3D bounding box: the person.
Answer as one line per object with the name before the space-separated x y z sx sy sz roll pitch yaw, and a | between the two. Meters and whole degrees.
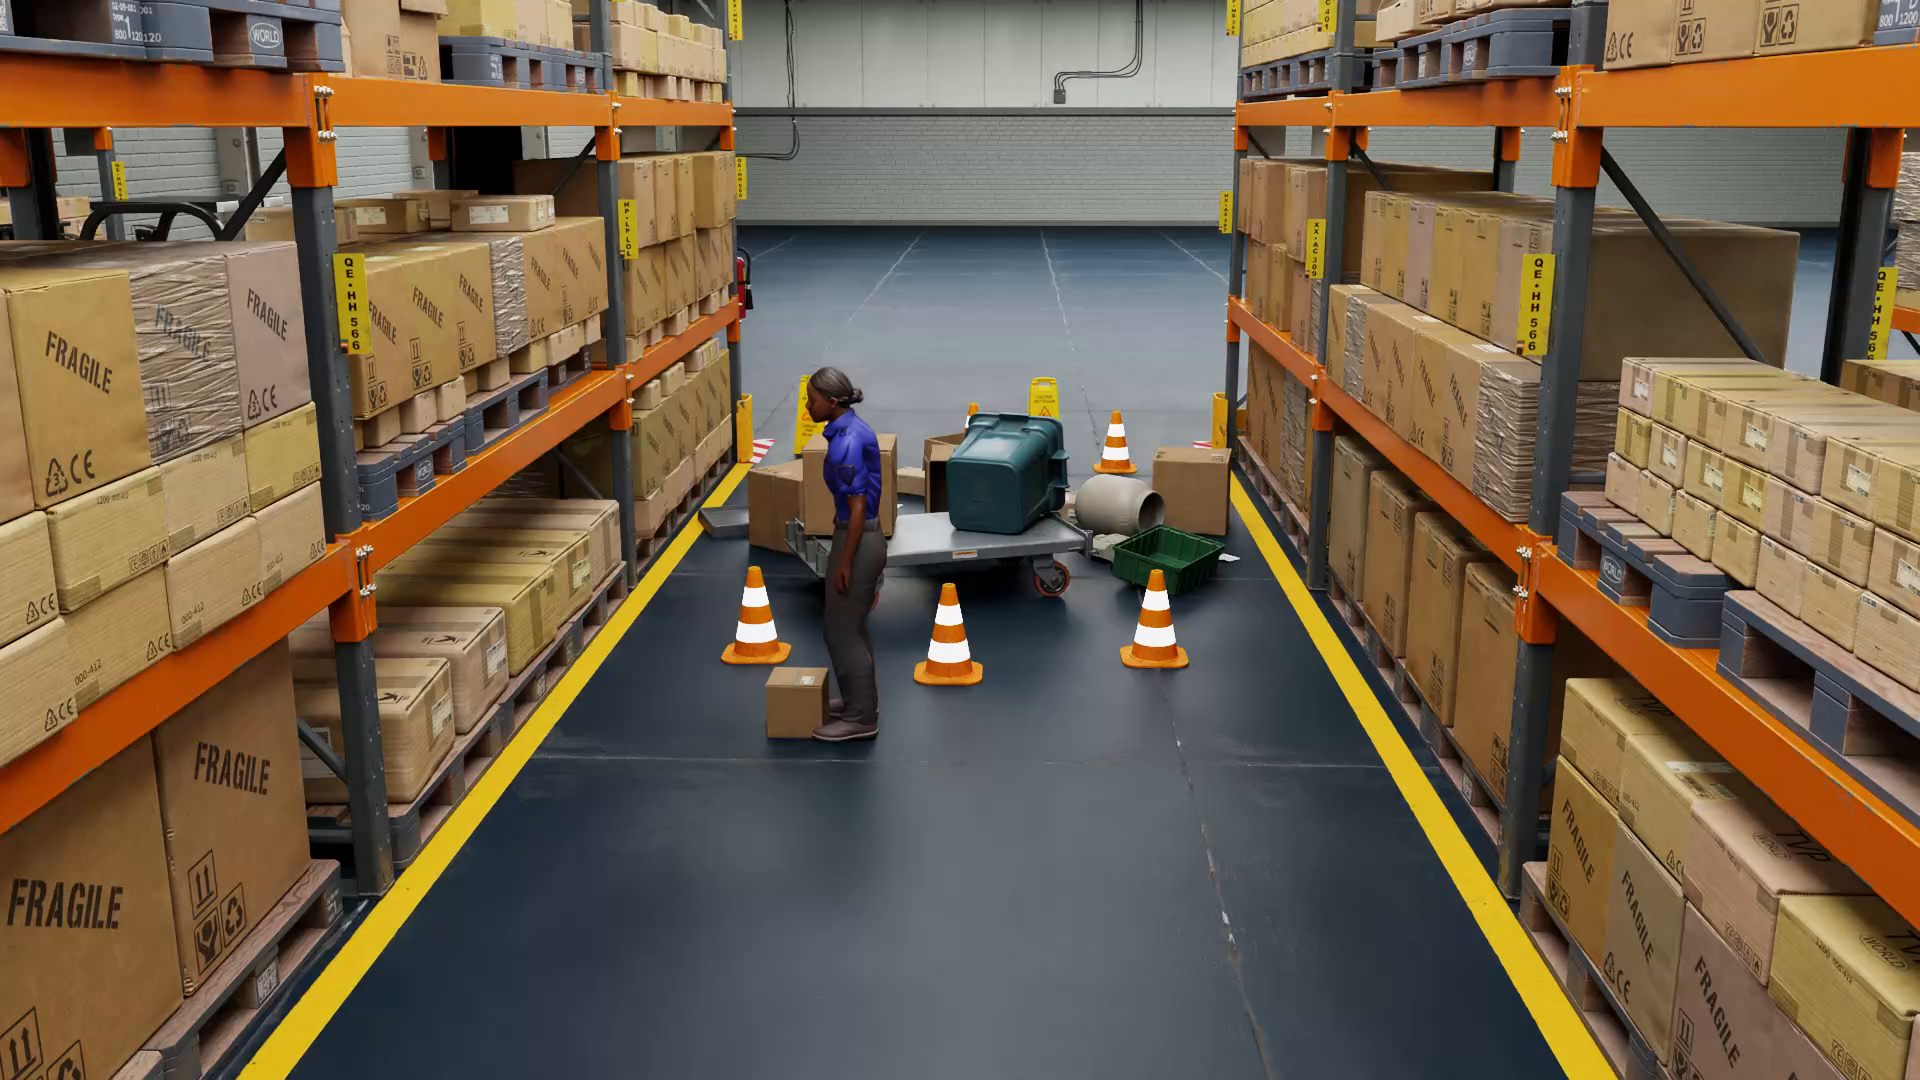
person | -0.492 0.049 7.316 0.348 1.653 0.522 0 14 -2
